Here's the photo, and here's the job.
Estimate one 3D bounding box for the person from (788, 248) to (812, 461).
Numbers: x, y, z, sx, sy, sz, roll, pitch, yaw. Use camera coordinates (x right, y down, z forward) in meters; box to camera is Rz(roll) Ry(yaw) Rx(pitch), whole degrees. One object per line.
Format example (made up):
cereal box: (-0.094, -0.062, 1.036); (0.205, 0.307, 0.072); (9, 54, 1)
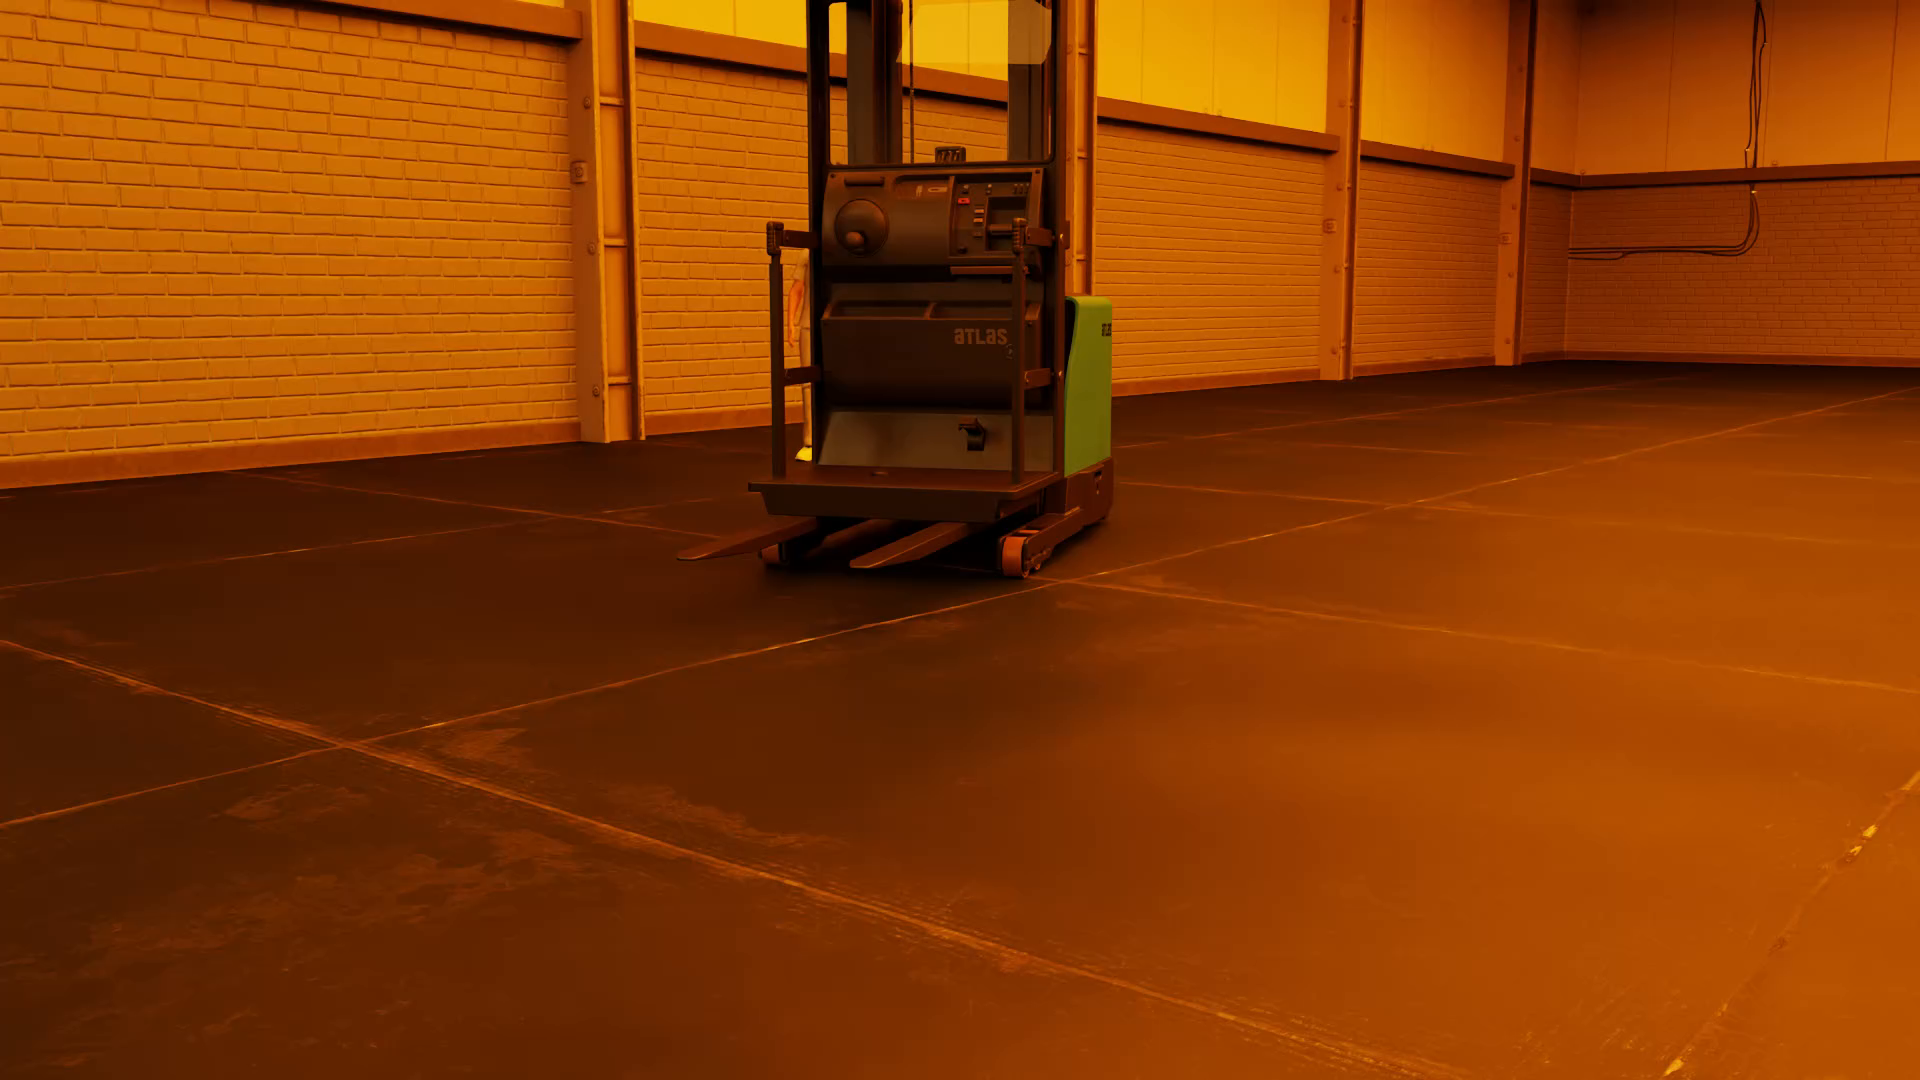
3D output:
person: (-0.838, -1.369, 11.034); (0.606, 1.665, 0.398); (-1, 8, -9)

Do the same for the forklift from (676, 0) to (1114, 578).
forklift: (-0.176, -1.366, 6.616); (1.130, 2.935, 3.031); (3, 9, 17)
